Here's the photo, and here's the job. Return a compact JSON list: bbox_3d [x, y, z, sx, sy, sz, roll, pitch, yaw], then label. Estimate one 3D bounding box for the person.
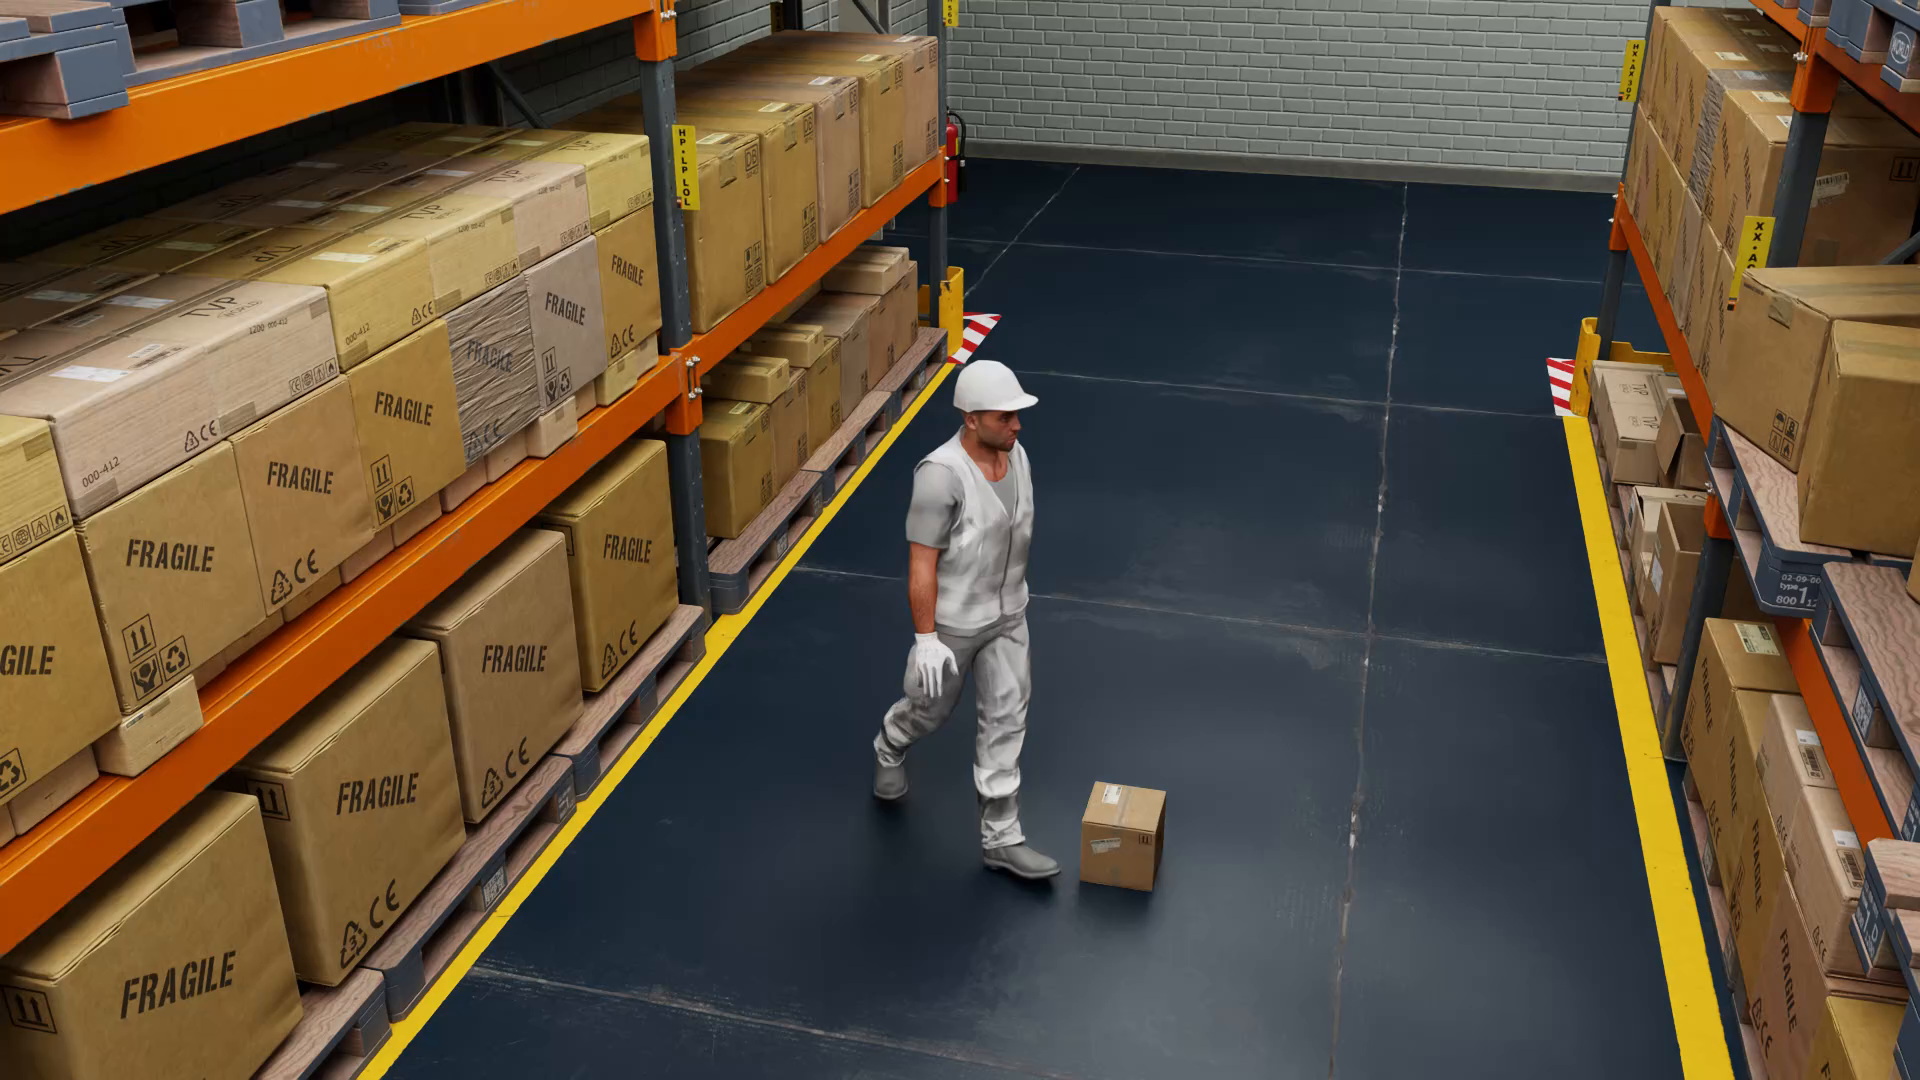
[{"bbox_3d":[-0.003,0.252,5.554,0.639,1.773,0.921,-22,33,-38],"label":"person"}]
